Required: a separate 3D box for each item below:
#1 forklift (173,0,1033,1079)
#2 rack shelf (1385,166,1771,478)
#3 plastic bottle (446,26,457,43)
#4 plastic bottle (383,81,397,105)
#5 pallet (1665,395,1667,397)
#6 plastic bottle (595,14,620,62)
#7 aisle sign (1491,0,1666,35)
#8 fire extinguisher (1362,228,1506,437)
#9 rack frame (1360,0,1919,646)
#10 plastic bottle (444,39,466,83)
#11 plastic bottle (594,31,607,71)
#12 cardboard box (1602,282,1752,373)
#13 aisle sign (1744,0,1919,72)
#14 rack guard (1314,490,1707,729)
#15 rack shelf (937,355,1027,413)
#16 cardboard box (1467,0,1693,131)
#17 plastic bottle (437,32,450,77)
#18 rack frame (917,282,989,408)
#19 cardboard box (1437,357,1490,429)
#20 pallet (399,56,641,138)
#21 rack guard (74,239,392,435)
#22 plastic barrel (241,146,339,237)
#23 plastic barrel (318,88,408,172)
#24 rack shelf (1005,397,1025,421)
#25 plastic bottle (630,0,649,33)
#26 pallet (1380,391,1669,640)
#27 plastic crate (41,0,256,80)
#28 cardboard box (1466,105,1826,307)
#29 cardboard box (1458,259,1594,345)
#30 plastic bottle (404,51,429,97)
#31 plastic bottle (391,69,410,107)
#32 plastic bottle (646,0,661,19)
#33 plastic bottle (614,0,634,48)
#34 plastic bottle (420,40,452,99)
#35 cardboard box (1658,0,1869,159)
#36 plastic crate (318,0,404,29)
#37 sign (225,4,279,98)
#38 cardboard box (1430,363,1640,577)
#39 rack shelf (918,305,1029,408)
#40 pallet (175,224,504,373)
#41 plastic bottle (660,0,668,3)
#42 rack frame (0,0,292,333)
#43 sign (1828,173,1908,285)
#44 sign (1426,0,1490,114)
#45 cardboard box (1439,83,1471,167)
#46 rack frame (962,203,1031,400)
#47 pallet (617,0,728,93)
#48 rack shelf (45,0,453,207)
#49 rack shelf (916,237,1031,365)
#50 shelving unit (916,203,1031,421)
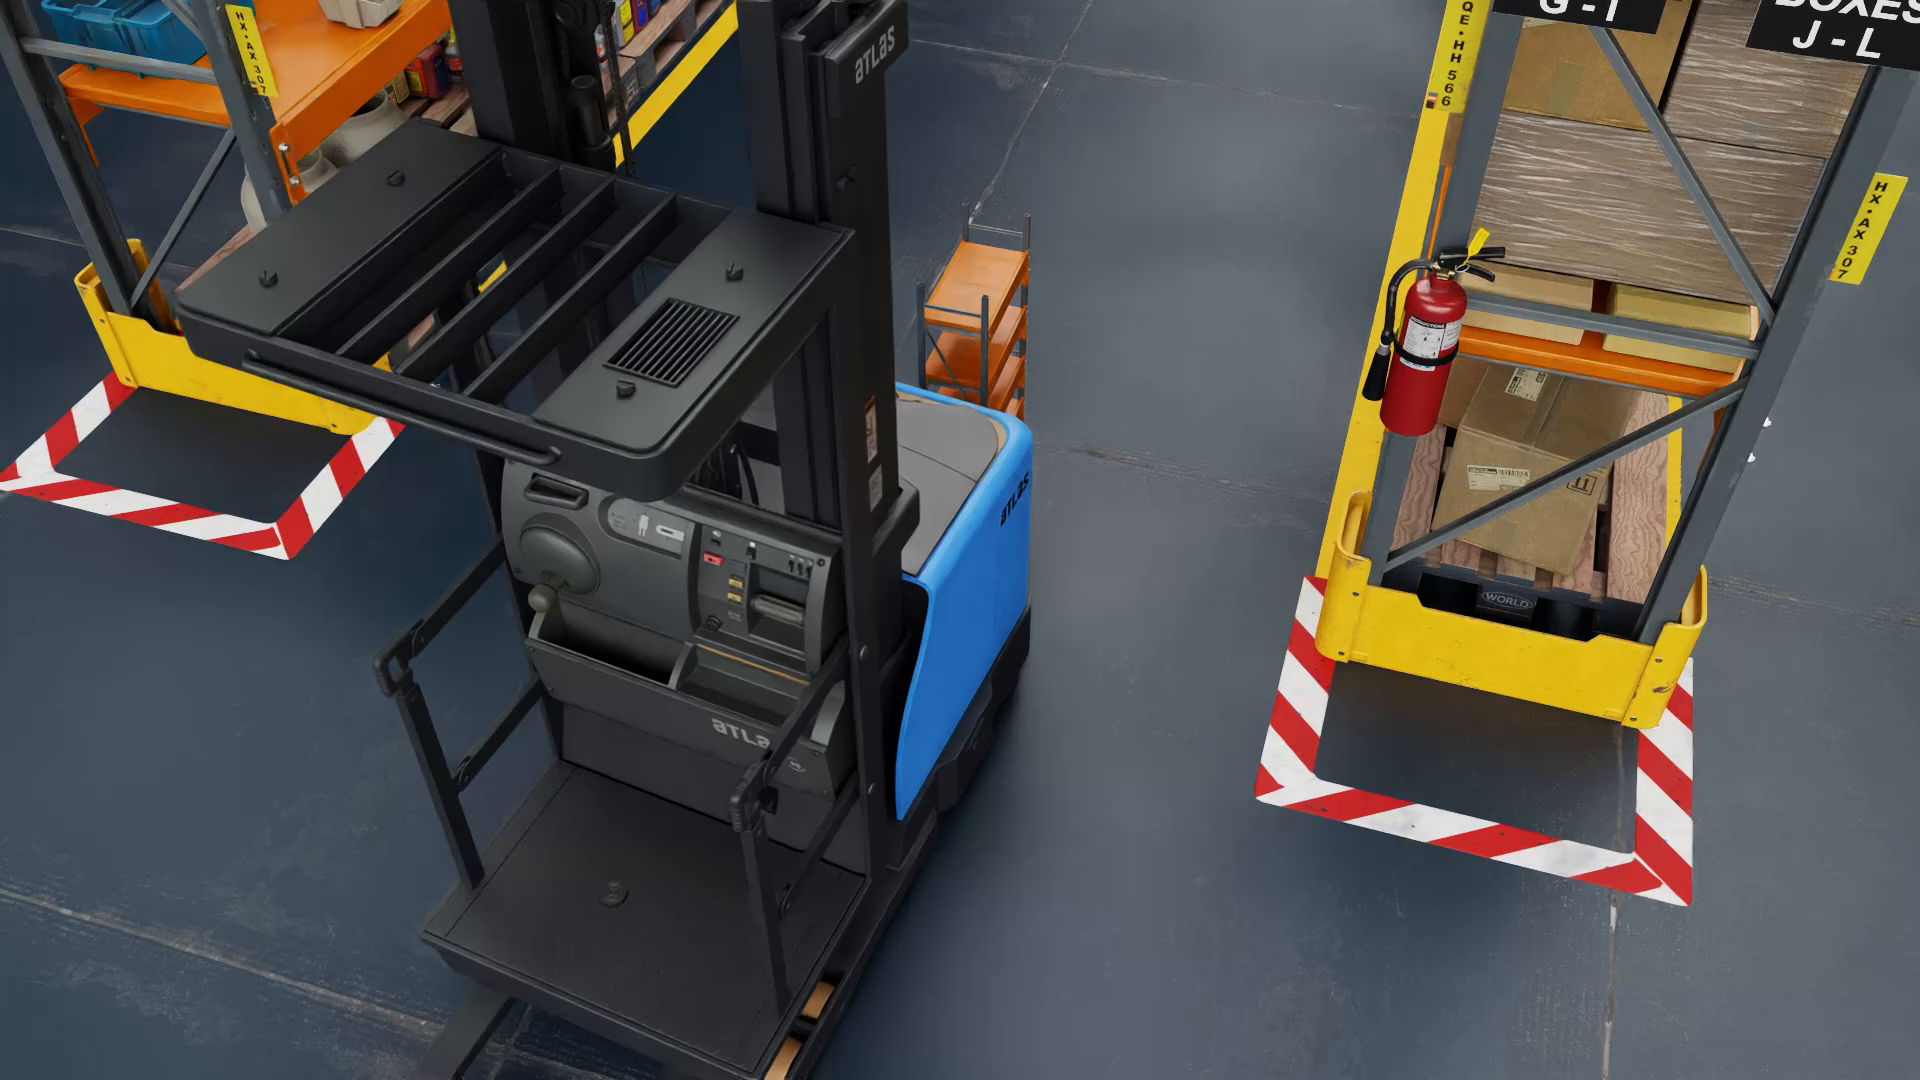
[{"bbox_3d":[-0.827,0.153,3.998,1.130,2.935,3.031,17,47,17],"label":"forklift"},{"bbox_3d":[2.428,-1.687,6.343,1.077,0.370,4.000,13,46,13],"label":"rack shelf"},{"bbox_3d":[-2.569,-2.553,8.294,0.144,0.351,0.185,14,46,14],"label":"plastic bottle"},{"bbox_3d":[-2.760,-2.134,7.972,0.097,0.201,0.097,0,44,0],"label":"plastic bottle"},{"bbox_3d":[2.496,-1.009,7.130,1.003,0.211,1.213,13,46,13],"label":"pallet"},{"bbox_3d":[-1.816,-2.569,8.363,0.152,0.276,0.135,13,46,13],"label":"plastic bottle"},{"bbox_3d":[1.517,-1.562,3.843,0.394,0.787,0.004,13,46,13],"label":"aisle sign"},{"bbox_3d":[1.348,-0.604,4.778,0.296,0.674,0.183,13,46,13],"label":"fire extinguisher"},{"bbox_3d":[1.822,-0.611,4.729,1.000,3.000,0.127,13,46,13],"label":"rack frame"},{"bbox_3d":[-2.491,-2.374,8.218,0.097,0.201,0.097,0,44,0],"label":"plastic bottle"},{"bbox_3d":[-1.826,-2.457,8.303,0.097,0.201,0.097,0,44,0],"label":"plastic bottle"},{"bbox_3d":[2.136,-0.660,4.960,0.380,0.149,0.250,13,46,13],"label":"cardboard box"},{"bbox_3d":[2.089,-1.435,3.713,0.394,0.787,0.004,13,46,13],"label":"aisle sign"},{"bbox_3d":[1.845,0.232,5.655,1.175,0.500,0.348,13,46,13],"label":"rack guard"},{"bbox_3d":[0.050,-0.491,5.990,0.258,0.148,0.480,13,46,13],"label":"rack shelf"},{"bbox_3d":[1.753,-1.529,4.669,0.500,0.500,0.500,13,46,13],"label":"cardboard box"},{"bbox_3d":[-2.615,-2.415,8.206,0.152,0.276,0.135,11,46,11],"label":"plastic bottle"},{"bbox_3d":[-0.024,-0.377,5.777,0.240,1.200,0.015,13,46,13],"label":"rack frame"},{"bbox_3d":[2.176,-0.686,6.293,0.500,0.500,0.500,24,49,23],"label":"cardboard box"},{"bbox_3d":[-2.298,-2.074,8.219,1.003,0.211,1.213,13,46,13],"label":"pallet"},{"bbox_3d":[-2.920,-0.827,6.737,1.175,0.500,0.348,13,46,13],"label":"rack guard"},{"bbox_3d":[-2.772,-1.375,6.989,0.421,0.512,0.421,0,44,0],"label":"plastic barrel"},{"bbox_3d":[-2.620,-1.709,7.331,0.421,0.512,0.421,0,44,0],"label":"plastic barrel"},{"bbox_3d":[0.050,-0.349,6.129,0.258,0.148,0.480,13,46,13],"label":"rack shelf"},{"bbox_3d":[-1.675,-2.777,8.570,0.061,0.283,0.133,15,46,15],"label":"plastic bottle"},{"bbox_3d":[2.125,-0.199,6.302,1.003,0.211,1.213,13,46,13],"label":"pallet"},{"bbox_3d":[-3.032,-2.003,6.259,0.499,0.251,0.616,13,46,13],"label":"plastic crate"},{"bbox_3d":[2.015,-1.113,4.959,0.875,0.500,0.500,13,46,13],"label":"cardboard box"},{"bbox_3d":[1.712,-0.754,5.056,0.380,0.149,0.250,13,46,13],"label":"cardboard box"},{"bbox_3d":[-2.657,-2.323,8.112,0.152,0.276,0.135,13,46,13],"label":"plastic bottle"},{"bbox_3d":[-2.742,-2.245,8.027,0.061,0.283,0.133,14,46,13],"label":"plastic bottle"},{"bbox_3d":[-1.665,-2.918,8.667,0.144,0.351,0.185,10,45,10],"label":"plastic bottle"},{"bbox_3d":[-1.763,-2.703,8.447,0.144,0.351,0.185,12,46,12],"label":"plastic bottle"},{"bbox_3d":[-2.556,-2.303,8.086,0.061,0.283,0.133,13,46,13],"label":"plastic bottle"},{"bbox_3d":[2.248,-1.419,4.556,0.500,0.500,0.500,13,46,13],"label":"cardboard box"},{"bbox_3d":[-2.321,-2.094,6.433,0.298,0.136,0.250,13,46,13],"label":"plastic crate"},{"bbox_3d":[-2.375,-1.639,5.582,0.100,0.325,0.005,13,46,13],"label":"sign"},{"bbox_3d":[2.027,-0.280,5.878,0.500,0.500,0.500,21,48,20],"label":"cardboard box"},{"bbox_3d":[0.050,-0.651,5.834,0.258,0.148,0.480,13,46,13],"label":"rack shelf"},{"bbox_3d":[-2.669,-1.264,7.391,1.003,0.211,1.213,13,46,13],"label":"pallet"},{"bbox_3d":[-1.607,-3.046,8.797,0.144,0.351,0.185,11,46,11],"label":"plastic bottle"},{"bbox_3d":[-2.898,-1.660,5.801,1.000,3.000,0.127,13,46,13],"label":"rack frame"},{"bbox_3d":[2.339,-0.805,4.309,0.100,0.325,0.005,13,46,13],"label":"sign"},{"bbox_3d":[1.299,-1.268,4.348,0.100,0.325,0.005,13,46,13],"label":"sign"},{"bbox_3d":[2.052,-1.472,5.325,0.875,0.500,0.500,13,46,13],"label":"cardboard box"},{"bbox_3d":[0.124,-0.702,6.109,0.240,1.200,0.015,13,46,13],"label":"rack frame"},{"bbox_3d":[-1.930,-2.890,9.053,1.003,0.211,1.213,13,46,13],"label":"pallet"},{"bbox_3d":[-2.293,-2.736,7.415,1.077,0.370,4.000,13,46,13],"label":"rack shelf"},{"bbox_3d":[0.050,-0.820,5.668,0.258,0.148,0.480,13,46,13],"label":"rack shelf"},{"bbox_3d":[0.050,-0.539,5.943,0.258,1.200,0.503,13,46,13],"label":"shelving unit"}]
